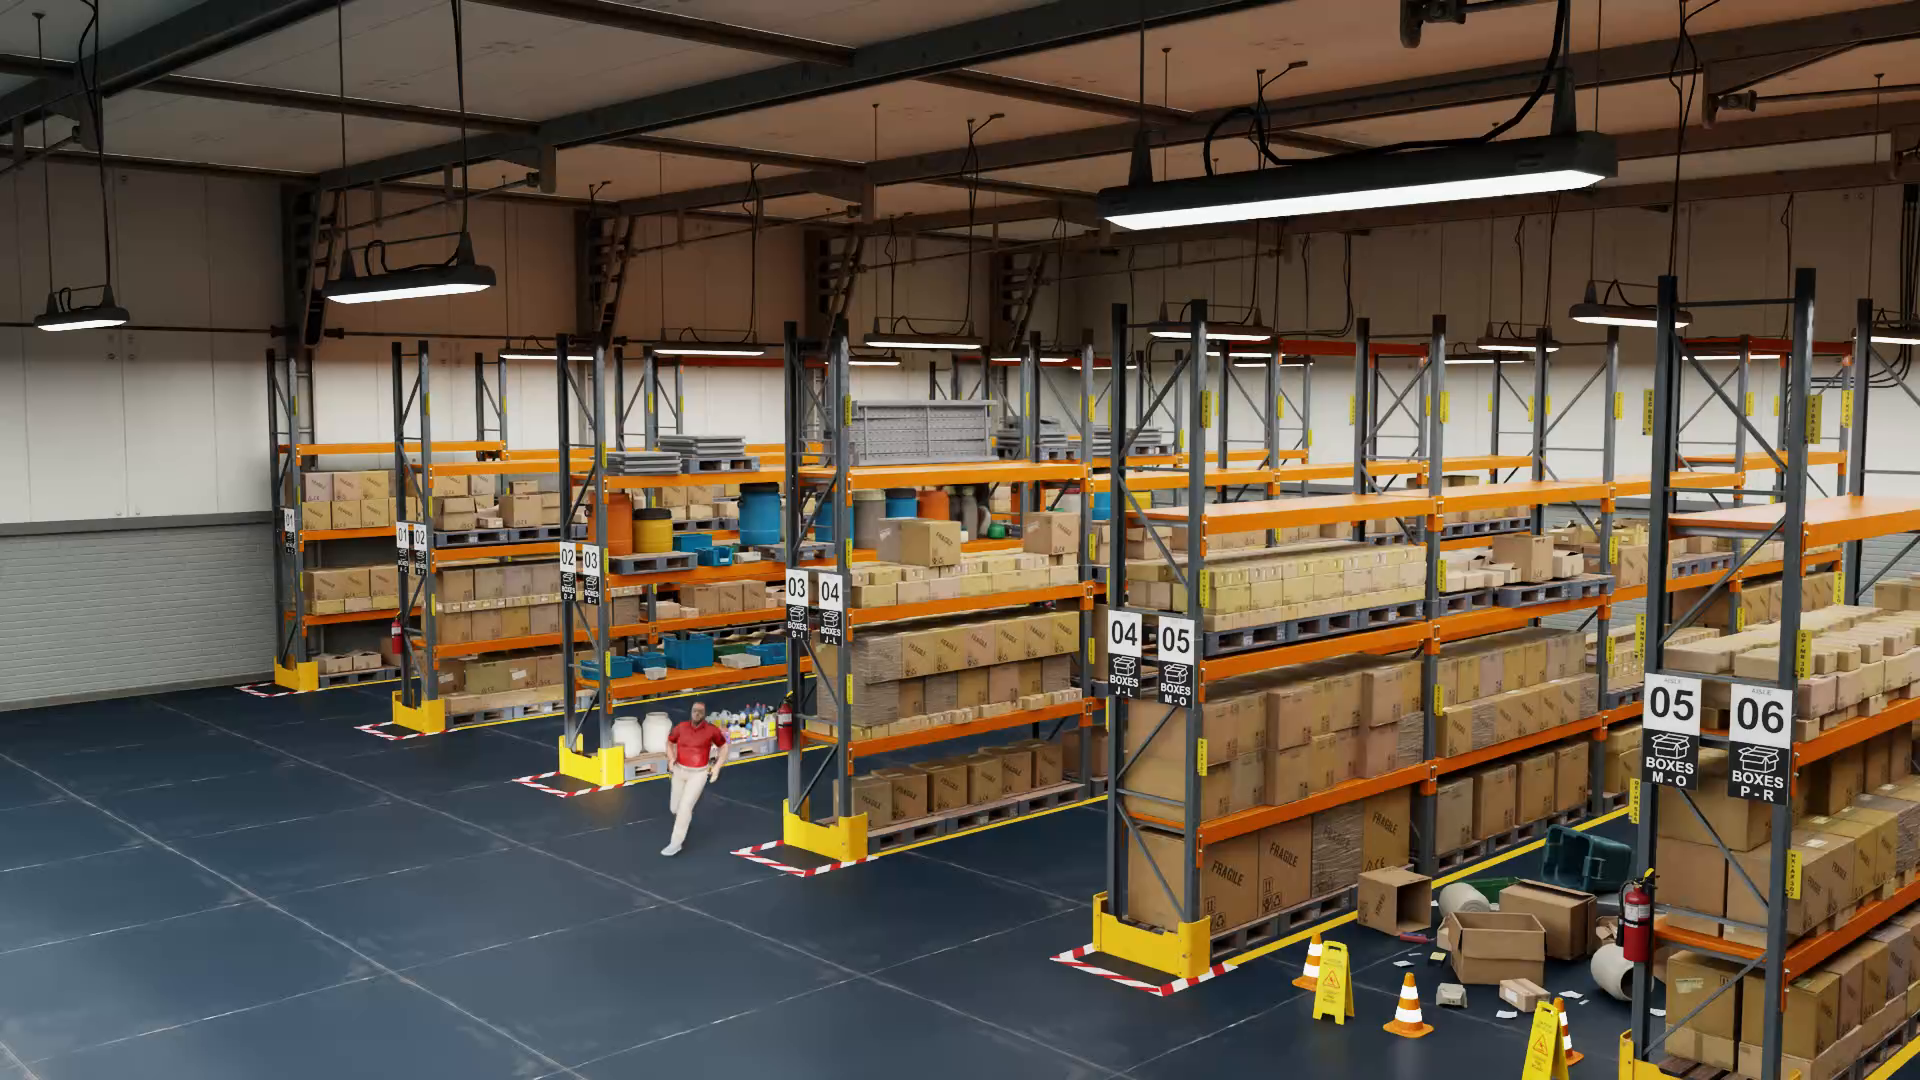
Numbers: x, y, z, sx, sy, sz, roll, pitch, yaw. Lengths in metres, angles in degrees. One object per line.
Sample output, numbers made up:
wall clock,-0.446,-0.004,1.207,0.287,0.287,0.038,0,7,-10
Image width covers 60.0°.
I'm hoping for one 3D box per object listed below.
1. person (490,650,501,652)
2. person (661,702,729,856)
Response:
person,-8.127,1.821,28.905,0.552,1.663,0.628,3,6,32
person,-3.040,2.682,18.988,0.721,1.683,0.910,1,5,12
